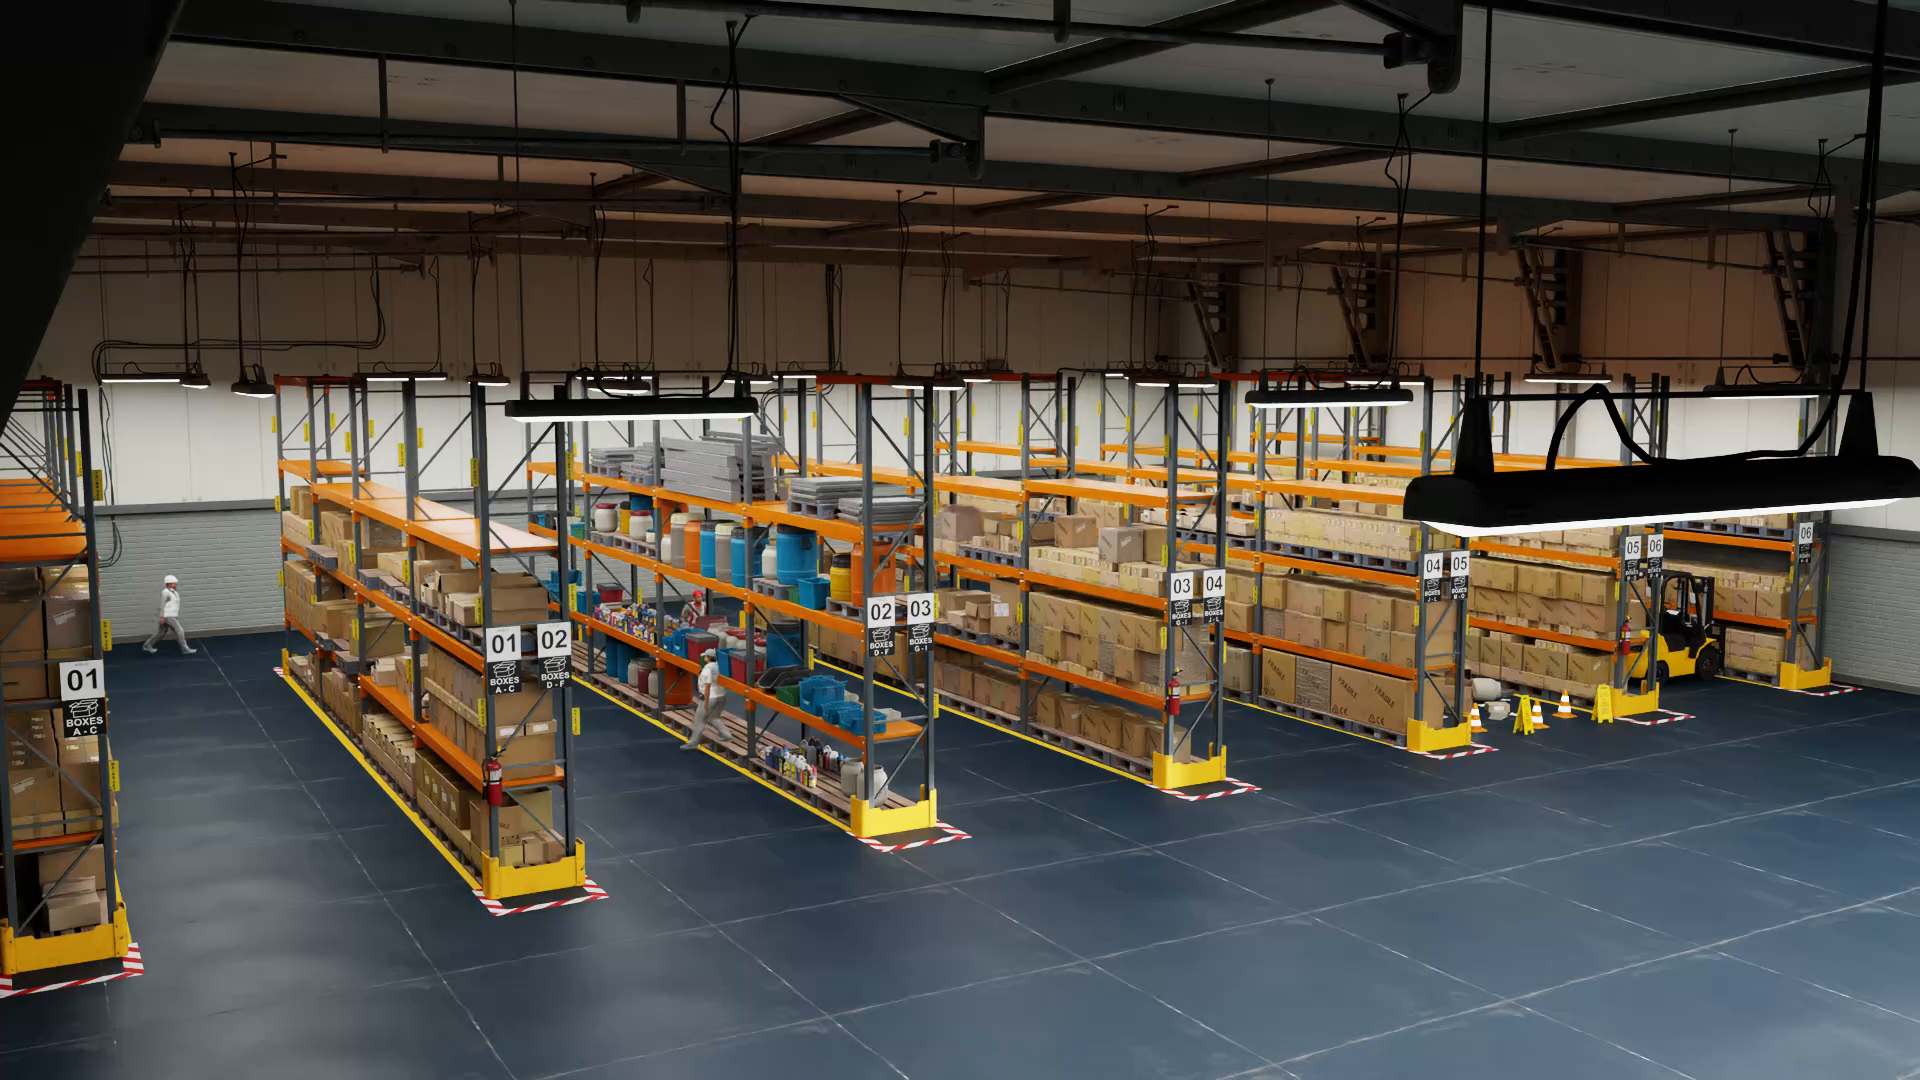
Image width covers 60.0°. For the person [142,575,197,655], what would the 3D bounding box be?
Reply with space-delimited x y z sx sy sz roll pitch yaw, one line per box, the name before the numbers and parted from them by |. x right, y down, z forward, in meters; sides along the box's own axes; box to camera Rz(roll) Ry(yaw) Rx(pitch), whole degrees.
person | -16.891 1.602 35.489 1.106 1.718 0.524 -2 7 -16

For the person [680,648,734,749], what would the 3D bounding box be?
person | -4.022 2.544 26.622 0.845 1.624 0.538 4 7 32

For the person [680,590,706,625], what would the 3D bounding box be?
person | -5.342 1.824 33.607 0.666 1.688 0.623 -3 7 -23
